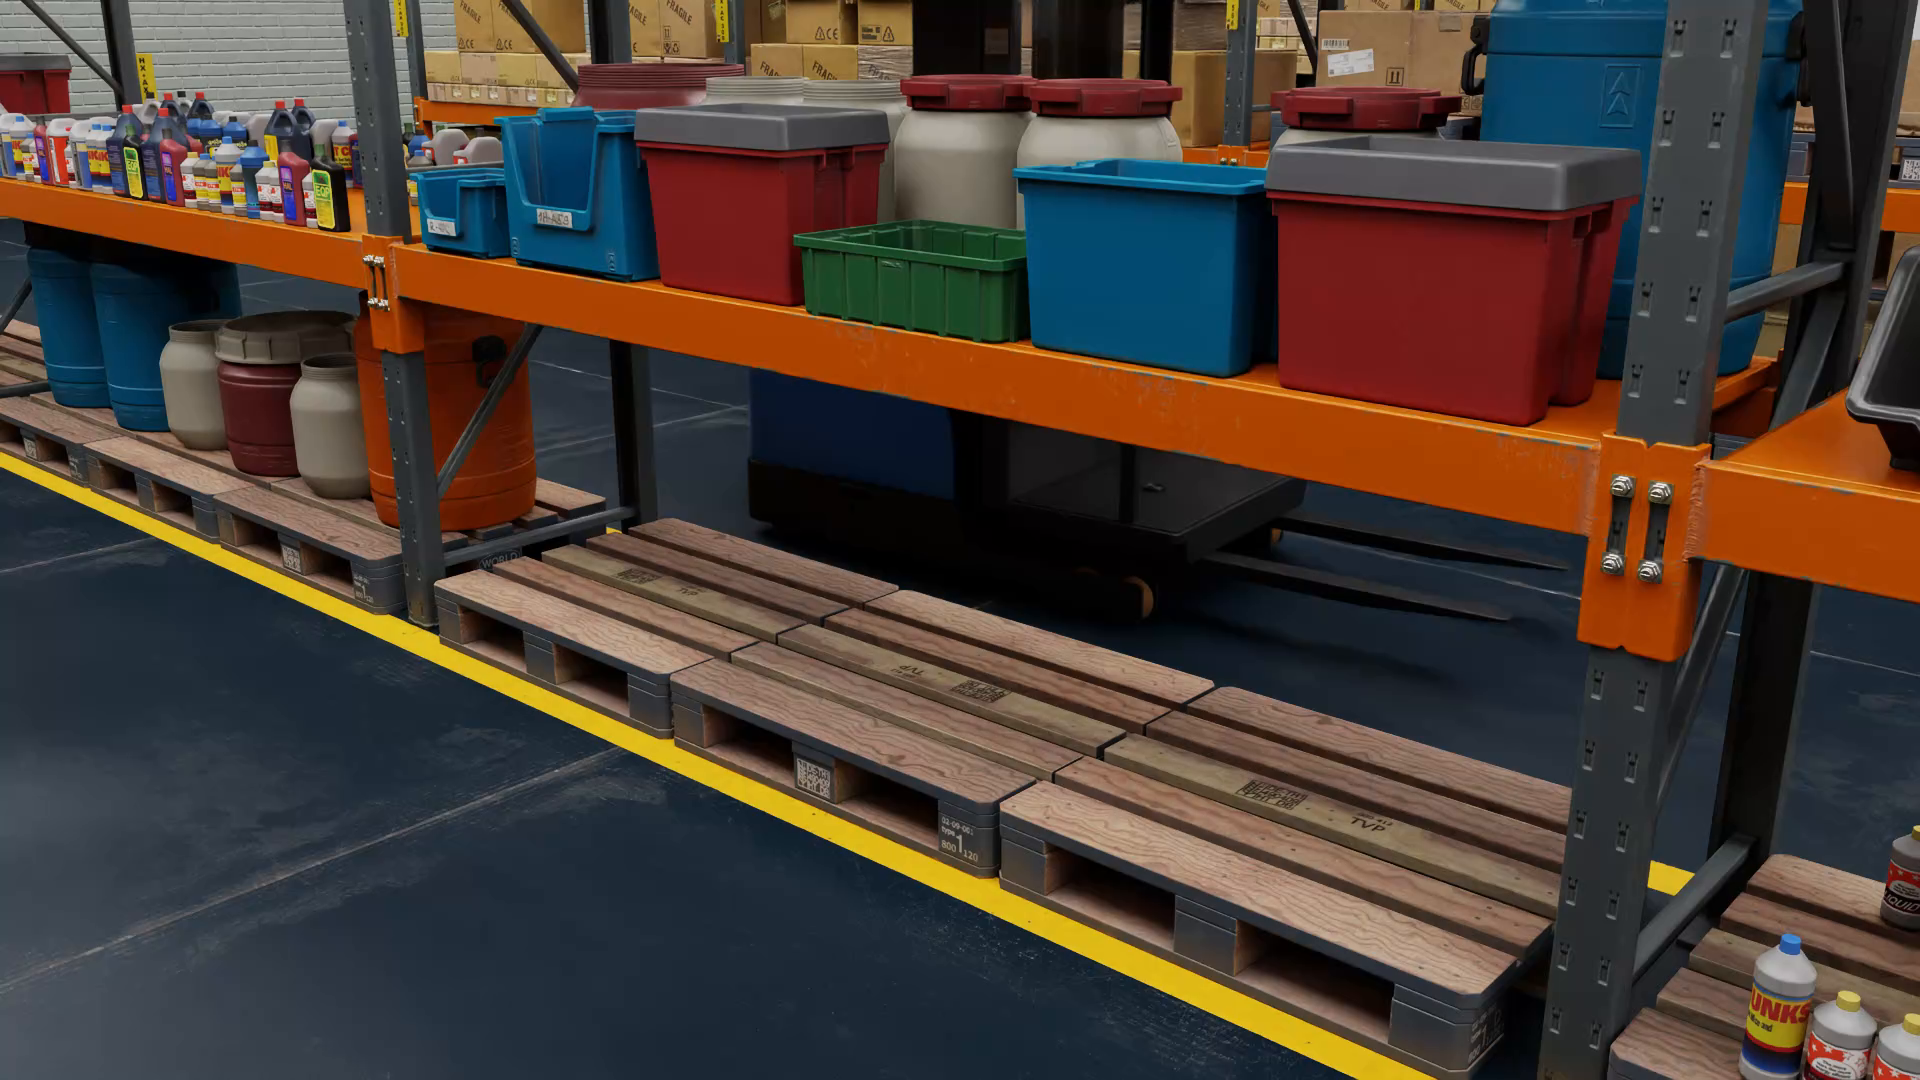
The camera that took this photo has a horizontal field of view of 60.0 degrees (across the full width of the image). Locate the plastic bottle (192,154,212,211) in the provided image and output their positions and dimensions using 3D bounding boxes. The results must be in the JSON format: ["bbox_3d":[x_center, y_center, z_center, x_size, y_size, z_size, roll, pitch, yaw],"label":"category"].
[{"bbox_3d":[-2.787,-1.328,6.165,0.097,0.201,0.097,0,18,0],"label":"plastic bottle"}]

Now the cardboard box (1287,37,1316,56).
[{"bbox_3d":[2.922,-4.102,13.809,0.250,0.149,0.380,16,24,41],"label":"cardboard box"}]

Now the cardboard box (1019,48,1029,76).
[{"bbox_3d":[0.476,-2.663,9.879,0.500,0.500,0.500,14,22,38],"label":"cardboard box"}]

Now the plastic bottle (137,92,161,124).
[{"bbox_3d":[-3.701,-1.883,7.669,0.185,0.351,0.144,15,23,39],"label":"plastic bottle"}]

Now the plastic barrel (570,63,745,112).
[{"bbox_3d":[-0.970,-1.287,5.484,0.708,0.536,0.600,15,23,39],"label":"plastic barrel"}]

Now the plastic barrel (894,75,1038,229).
[{"bbox_3d":[0.031,-0.984,4.530,0.433,0.535,0.433,0,18,0],"label":"plastic barrel"}]

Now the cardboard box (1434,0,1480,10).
[{"bbox_3d":[5.494,-5.784,18.059,0.500,0.500,0.500,15,23,40],"label":"cardboard box"}]

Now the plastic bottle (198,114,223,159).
[{"bbox_3d":[-3.318,-1.749,7.377,0.097,0.271,0.097,0,18,0],"label":"plastic bottle"}]

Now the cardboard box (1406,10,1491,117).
[{"bbox_3d":[2.684,-2.426,8.439,0.700,0.500,0.500,-14,22,-38],"label":"cardboard box"}]

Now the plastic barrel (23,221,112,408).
[{"bbox_3d":[-4.114,-1.137,8.010,0.708,0.901,0.600,15,23,39],"label":"plastic barrel"}]

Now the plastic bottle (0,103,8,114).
[{"bbox_3d":[-4.431,-1.874,7.641,0.185,0.351,0.144,15,23,39],"label":"plastic bottle"}]

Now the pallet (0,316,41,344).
[{"bbox_3d":[-6.002,-1.105,9.744,1.213,0.211,1.003,15,23,39],"label":"pallet"}]

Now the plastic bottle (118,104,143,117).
[{"bbox_3d":[-4.000,-1.985,8.112,0.135,0.276,0.152,15,23,39],"label":"plastic bottle"}]

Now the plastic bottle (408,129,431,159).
[{"bbox_3d":[-2.082,-1.454,6.448,0.097,0.271,0.097,0,18,0],"label":"plastic bottle"}]

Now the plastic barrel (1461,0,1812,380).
[{"bbox_3d":[1.386,-0.829,3.436,0.708,0.901,0.600,15,23,39],"label":"plastic barrel"}]

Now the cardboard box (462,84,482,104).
[{"bbox_3d":[-3.783,-3.606,13.429,0.250,0.149,0.380,14,23,38],"label":"cardboard box"}]

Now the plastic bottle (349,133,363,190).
[{"bbox_3d":[-2.461,-1.594,6.867,0.133,0.283,0.061,15,23,39],"label":"plastic bottle"}]

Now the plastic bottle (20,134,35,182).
[{"bbox_3d":[-4.001,-1.654,7.192,0.097,0.201,0.097,0,18,0],"label":"plastic bottle"}]

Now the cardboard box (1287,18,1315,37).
[{"bbox_3d":[2.915,-4.245,13.765,0.250,0.149,0.380,15,23,39],"label":"cardboard box"}]

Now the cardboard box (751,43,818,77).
[{"bbox_3d":[-1.044,-3.069,11.159,0.500,0.500,0.500,15,23,39],"label":"cardboard box"}]

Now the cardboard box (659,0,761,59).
[{"bbox_3d":[-1.743,-3.630,11.608,0.500,0.500,0.500,16,24,41],"label":"cardboard box"}]

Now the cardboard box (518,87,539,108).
[{"bbox_3d":[-3.204,-3.450,12.940,0.250,0.149,0.380,15,23,39],"label":"cardboard box"}]

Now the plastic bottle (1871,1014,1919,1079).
[{"bbox_3d":[1.573,0.884,2.765,0.097,0.201,0.097,0,18,0],"label":"plastic bottle"}]

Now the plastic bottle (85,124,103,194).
[{"bbox_3d":[-3.482,-1.548,6.742,0.097,0.271,0.097,0,18,0],"label":"plastic bottle"}]

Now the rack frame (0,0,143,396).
[{"bbox_3d":[-4.510,-2.050,8.112,0.127,3.000,1.000,15,23,39],"label":"rack frame"}]

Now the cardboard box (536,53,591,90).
[{"bbox_3d":[-2.874,-3.578,12.685,0.500,0.250,0.500,14,23,38],"label":"cardboard box"}]

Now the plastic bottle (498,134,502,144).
[{"bbox_3d":[-1.696,-1.375,6.198,0.097,0.271,0.097,0,18,0],"label":"plastic bottle"}]

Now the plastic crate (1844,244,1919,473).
[{"bbox_3d":[1.781,-0.280,2.639,0.504,0.338,0.767,15,23,39],"label":"plastic crate"}]

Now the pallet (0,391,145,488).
[{"bbox_3d":[-3.960,-0.557,8.016,1.213,0.211,1.003,15,23,39],"label":"pallet"}]

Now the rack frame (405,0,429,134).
[{"bbox_3d":[-4.214,-3.974,14.174,0.127,3.000,1.000,15,23,39],"label":"rack frame"}]

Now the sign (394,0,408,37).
[{"bbox_3d":[-4.587,-4.300,13.639,0.005,0.325,0.100,15,23,39],"label":"sign"}]

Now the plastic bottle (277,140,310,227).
[{"bbox_3d":[-2.276,-1.222,5.697,0.133,0.283,0.061,15,23,39],"label":"plastic bottle"}]

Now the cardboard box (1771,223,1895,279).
[{"bbox_3d":[6.189,-2.280,11.861,0.750,0.750,1.050,15,23,40],"label":"cardboard box"}]

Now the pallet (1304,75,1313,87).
[{"bbox_3d":[3.630,-3.766,13.837,1.213,0.211,1.003,15,23,39],"label":"pallet"}]

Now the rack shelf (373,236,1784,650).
[{"bbox_3d":[-0.022,-0.502,4.425,4.000,0.370,1.077,15,23,39],"label":"rack shelf"}]

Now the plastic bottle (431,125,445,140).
[{"bbox_3d":[-2.043,-1.481,6.514,0.133,0.283,0.061,15,23,39],"label":"plastic bottle"}]

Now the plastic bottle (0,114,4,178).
[{"bbox_3d":[-4.248,-1.753,7.390,0.097,0.271,0.097,0,18,0],"label":"plastic bottle"}]

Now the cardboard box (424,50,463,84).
[{"bbox_3d":[-4.034,-3.887,13.656,0.500,0.250,0.500,14,23,38],"label":"cardboard box"}]

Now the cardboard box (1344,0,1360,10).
[{"bbox_3d":[4.445,-6.073,18.970,0.500,0.500,0.500,15,23,38],"label":"cardboard box"}]

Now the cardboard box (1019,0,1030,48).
[{"bbox_3d":[0.748,-3.175,9.834,0.637,0.503,0.797,16,23,40],"label":"cardboard box"}]

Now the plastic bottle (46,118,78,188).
[{"bbox_3d":[-3.724,-1.626,6.981,0.135,0.276,0.152,15,23,39],"label":"plastic bottle"}]

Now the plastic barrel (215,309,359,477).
[{"bbox_3d":[-2.740,-0.619,6.895,0.708,0.588,0.600,15,23,39],"label":"plastic barrel"}]

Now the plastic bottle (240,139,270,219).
[{"bbox_3d":[-2.496,-1.283,5.908,0.097,0.271,0.097,0,18,0],"label":"plastic bottle"}]

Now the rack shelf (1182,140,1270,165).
[{"bbox_3d":[0.274,-2.426,10.487,4.000,0.370,1.077,15,23,39],"label":"rack shelf"}]

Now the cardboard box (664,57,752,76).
[{"bbox_3d":[-1.727,-3.270,11.713,0.500,0.250,0.500,14,23,38],"label":"cardboard box"}]

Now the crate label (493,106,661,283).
[{"bbox_3d":[-0.954,-1.003,4.755,0.616,0.435,0.502,15,23,39],"label":"crate label"}]

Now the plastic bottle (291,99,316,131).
[{"bbox_3d":[-2.781,-1.695,7.075,0.185,0.351,0.144,15,23,39],"label":"plastic bottle"}]

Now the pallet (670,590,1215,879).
[{"bbox_3d":[-0.056,0.492,4.714,1.213,0.211,1.003,15,23,39],"label":"pallet"}]

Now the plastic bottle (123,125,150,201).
[{"bbox_3d":[-3.197,-1.469,6.476,0.133,0.283,0.061,15,23,39],"label":"plastic bottle"}]

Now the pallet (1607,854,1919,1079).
[{"bbox_3d":[1.948,1.030,3.018,1.213,0.211,1.003,15,23,39],"label":"pallet"}]

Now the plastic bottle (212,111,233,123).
[{"bbox_3d":[-3.350,-1.810,7.562,0.135,0.276,0.152,15,23,39],"label":"plastic bottle"}]

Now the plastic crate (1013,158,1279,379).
[{"bbox_3d":[0.442,-0.587,3.530,0.575,0.384,0.392,15,23,39],"label":"plastic crate"}]

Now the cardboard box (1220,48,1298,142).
[{"bbox_3d":[1.587,-2.574,9.599,0.500,0.500,0.500,16,24,41],"label":"cardboard box"}]

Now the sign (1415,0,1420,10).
[{"bbox_3d":[4.989,-5.737,18.169,0.005,0.325,0.100,15,23,39],"label":"sign"}]

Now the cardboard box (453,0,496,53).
[{"bbox_3d":[-3.660,-4.144,13.226,0.500,0.500,0.500,14,23,38],"label":"cardboard box"}]

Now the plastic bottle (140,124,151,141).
[{"bbox_3d":[-3.156,-1.483,6.519,0.133,0.283,0.061,15,23,39],"label":"plastic bottle"}]

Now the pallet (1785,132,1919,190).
[{"bbox_3d":[4.286,-1.659,7.198,1.213,0.211,1.003,15,23,39],"label":"pallet"}]

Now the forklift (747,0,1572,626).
[{"bbox_3d":[0.644,-1.287,5.820,3.031,2.935,1.130,12,21,34],"label":"forklift"}]
